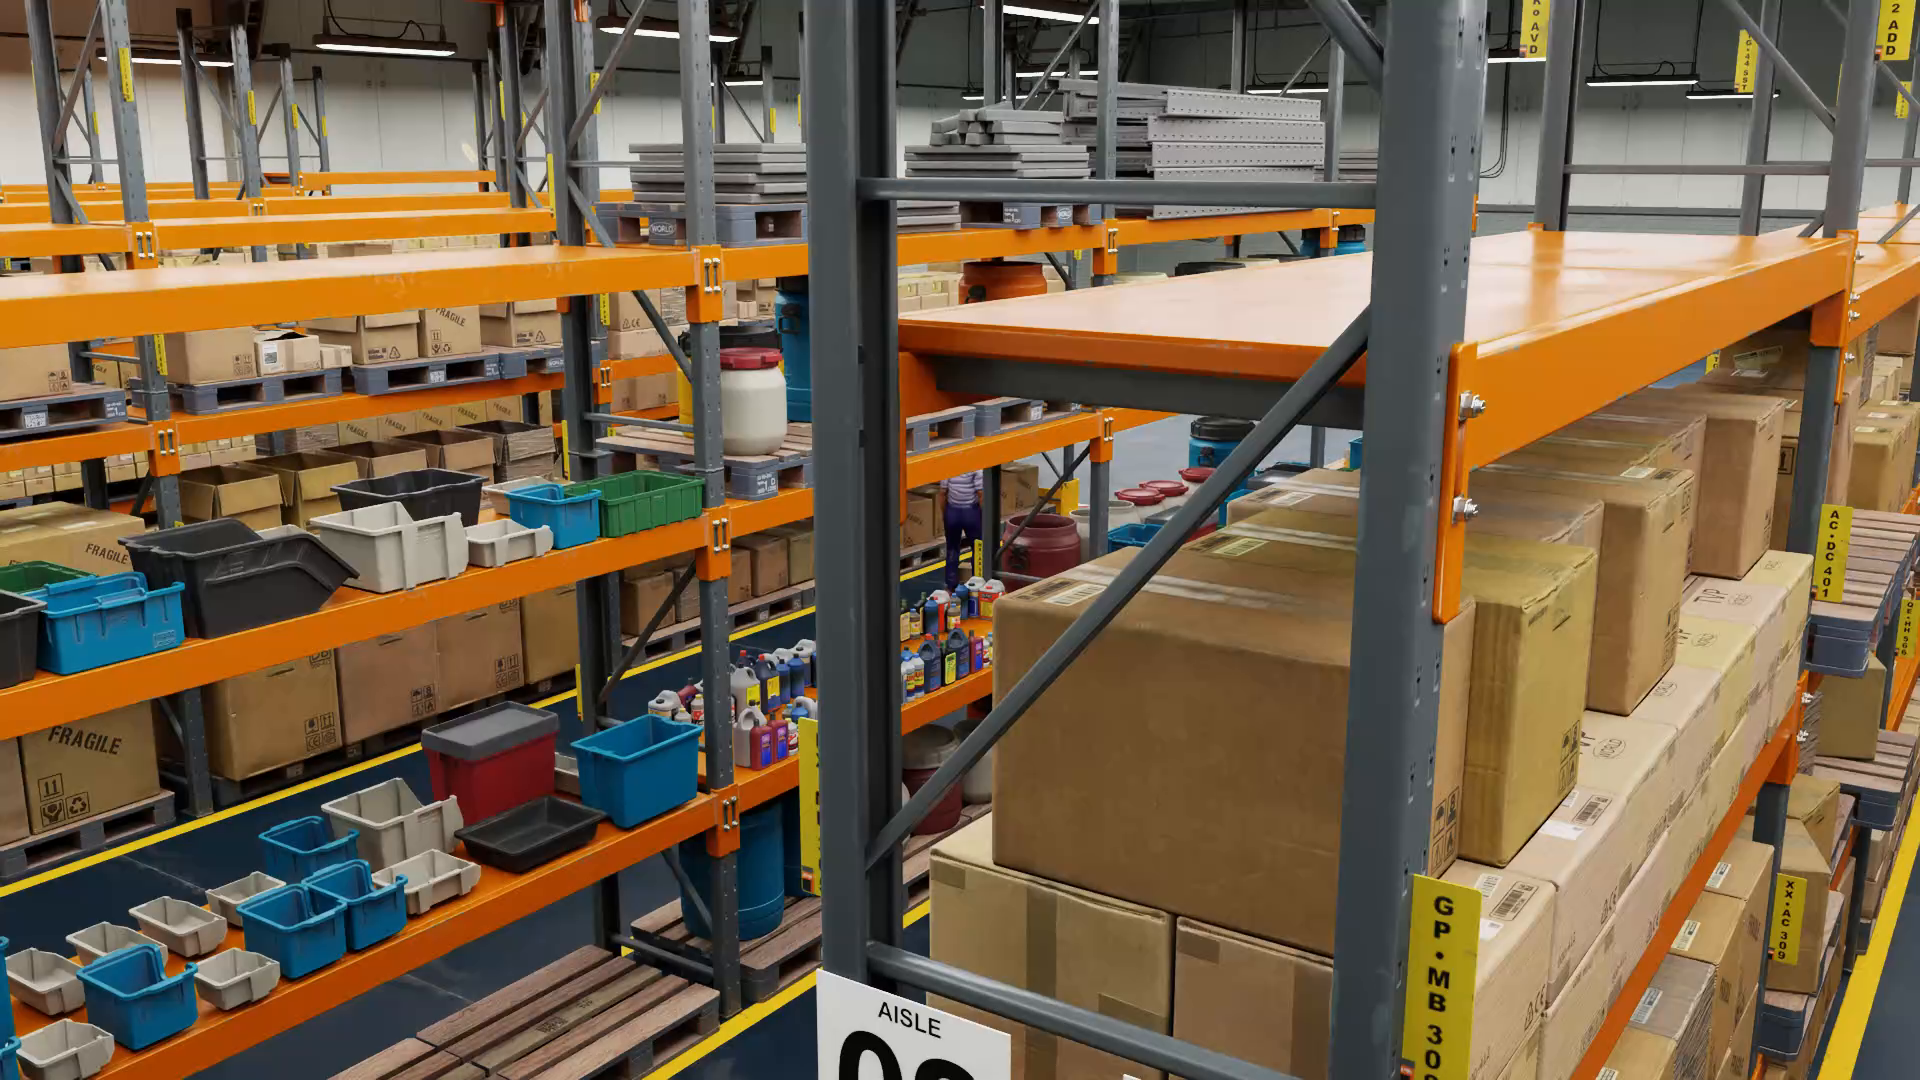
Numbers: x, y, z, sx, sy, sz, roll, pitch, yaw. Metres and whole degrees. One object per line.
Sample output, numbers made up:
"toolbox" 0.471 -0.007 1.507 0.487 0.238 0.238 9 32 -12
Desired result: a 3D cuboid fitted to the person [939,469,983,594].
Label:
"person" 0.050 -0.234 17.505 0.541 1.652 0.373 4 14 18
